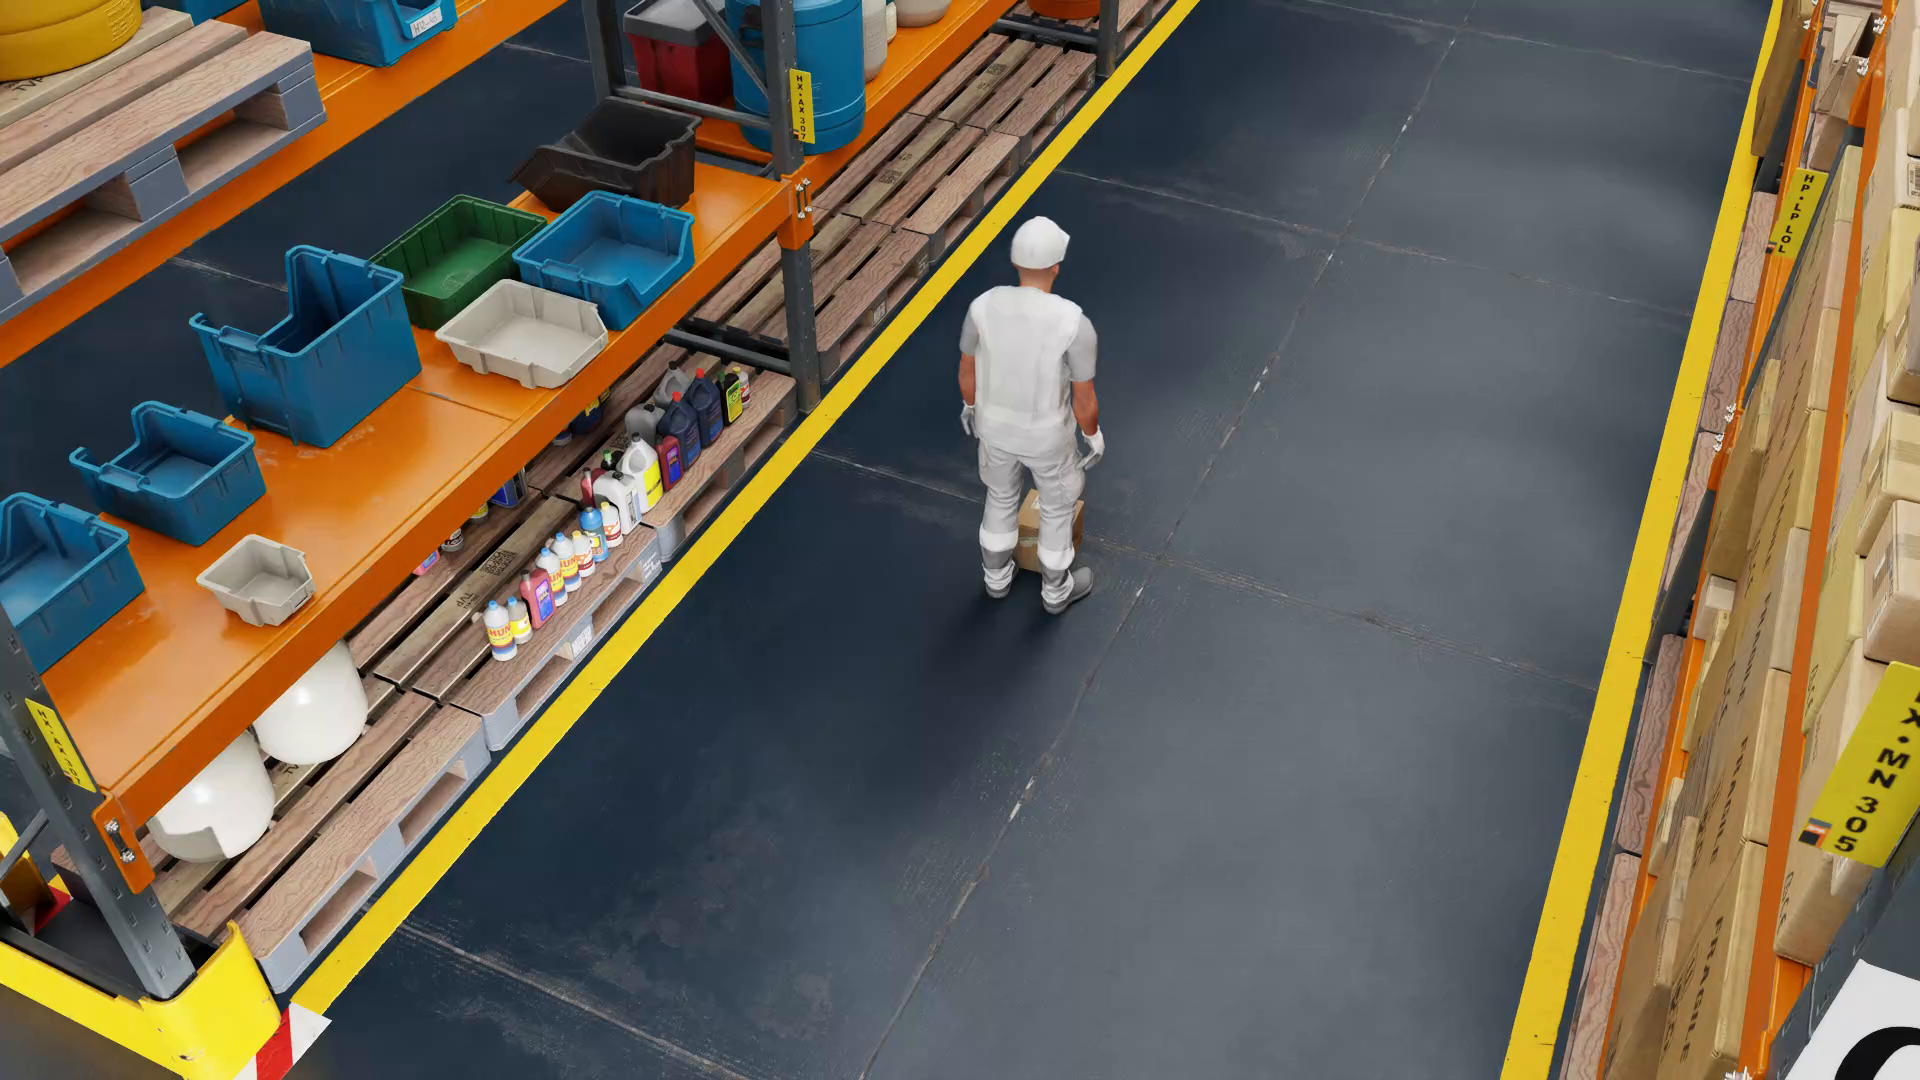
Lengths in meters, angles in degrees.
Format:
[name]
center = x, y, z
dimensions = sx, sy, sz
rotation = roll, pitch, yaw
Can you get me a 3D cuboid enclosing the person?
[person]
center = 0.287, -0.466, 6.673
dimensions = 0.612, 1.779, 0.455
rotation = 17, 44, 18
